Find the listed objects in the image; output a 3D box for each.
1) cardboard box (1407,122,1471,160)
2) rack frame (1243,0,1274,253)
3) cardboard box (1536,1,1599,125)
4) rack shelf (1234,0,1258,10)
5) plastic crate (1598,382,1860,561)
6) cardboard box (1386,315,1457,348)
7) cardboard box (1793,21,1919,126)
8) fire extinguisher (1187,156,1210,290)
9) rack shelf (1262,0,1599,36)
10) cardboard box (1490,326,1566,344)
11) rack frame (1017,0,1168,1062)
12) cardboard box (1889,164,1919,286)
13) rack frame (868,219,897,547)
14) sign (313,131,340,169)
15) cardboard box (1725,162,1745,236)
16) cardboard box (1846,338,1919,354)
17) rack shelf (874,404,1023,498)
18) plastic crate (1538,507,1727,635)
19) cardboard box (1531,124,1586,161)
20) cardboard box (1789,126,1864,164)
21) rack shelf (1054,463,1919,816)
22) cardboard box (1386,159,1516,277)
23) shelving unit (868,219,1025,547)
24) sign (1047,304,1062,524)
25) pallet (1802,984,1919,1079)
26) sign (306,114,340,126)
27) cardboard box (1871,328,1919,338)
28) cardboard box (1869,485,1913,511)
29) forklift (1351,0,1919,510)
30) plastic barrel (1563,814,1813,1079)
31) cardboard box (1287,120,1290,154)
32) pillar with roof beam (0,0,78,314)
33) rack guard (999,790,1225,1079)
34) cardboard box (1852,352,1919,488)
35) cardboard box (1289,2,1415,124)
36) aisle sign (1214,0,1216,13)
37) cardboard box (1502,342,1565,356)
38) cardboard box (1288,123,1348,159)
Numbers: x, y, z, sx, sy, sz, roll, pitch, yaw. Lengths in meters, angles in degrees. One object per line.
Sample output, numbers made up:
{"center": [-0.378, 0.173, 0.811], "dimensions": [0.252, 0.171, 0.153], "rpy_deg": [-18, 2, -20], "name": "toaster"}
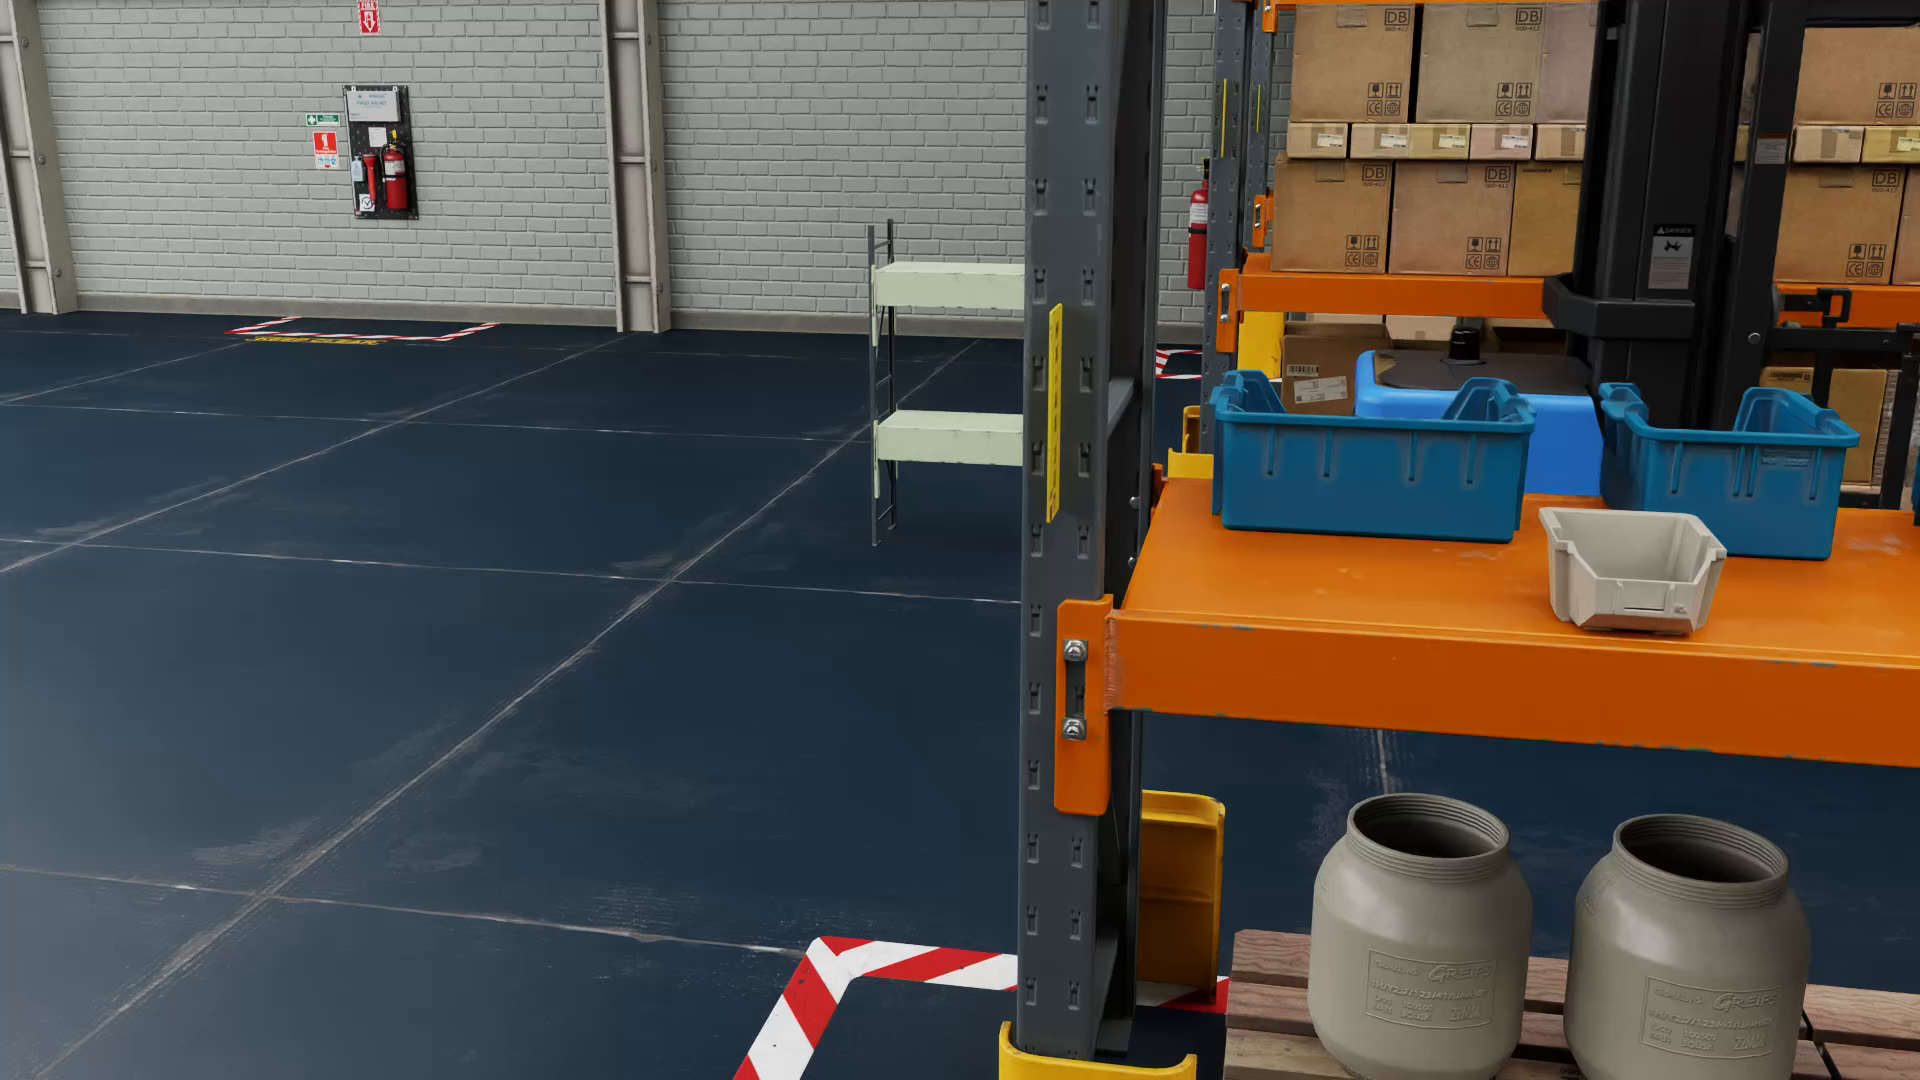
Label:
{"center": [2.095, -1.757, 7.313], "dimensions": [0.250, 0.149, 0.380], "rpy_deg": [3, 16, 11], "name": "cardboard box"}
{"center": [2.233, -2.796, 12.468], "dimensions": [0.127, 3.000, 1.000], "rpy_deg": [3, 16, 11], "name": "rack frame"}
{"center": [2.767, -2.089, 7.299], "dimensions": [0.500, 0.500, 0.700], "rpy_deg": [3, 16, 11], "name": "cardboard box"}
{"center": [3.210, -2.493, 7.100], "dimensions": [4.000, 0.370, 1.077], "rpy_deg": [3, 16, 11], "name": "rack shelf"}
{"center": [1.444, -0.149, 3.188], "dimensions": [0.408, 0.251, 0.499], "rpy_deg": [3, 16, 11], "name": "plastic crate"}
{"center": [3.452, -1.622, 12.441], "dimensions": [0.500, 0.311, 0.500], "rpy_deg": [4, 16, 16], "name": "cardboard box"}
{"center": [3.747, -2.036, 7.106], "dimensions": [0.500, 0.500, 0.700], "rpy_deg": [3, 16, 11], "name": "cardboard box"}
{"center": [1.226, -1.591, 8.261], "dimensions": [0.183, 0.674, 0.296], "rpy_deg": [3, 16, 11], "name": "fire extinguisher"}
{"center": [4.193, -3.789, 11.779], "dimensions": [4.000, 0.370, 1.077], "rpy_deg": [3, 16, 11], "name": "rack shelf"}
{"center": [2.817, -0.739, 8.000], "dimensions": [0.500, 0.500, 0.500], "rpy_deg": [3, 16, 11], "name": "cardboard box"}
{"center": [0.259, -0.205, 3.112], "dimensions": [0.127, 3.000, 1.000], "rpy_deg": [3, 16, 11], "name": "rack frame"}
{"center": [4.215, -1.384, 7.182], "dimensions": [0.500, 0.500, 0.700], "rpy_deg": [3, 16, 11], "name": "cardboard box"}
{"center": [-0.365, -0.743, 7.863], "dimensions": [0.023, 1.500, 0.400], "rpy_deg": [3, 16, 11], "name": "rack frame"}
{"center": [-5.723, -3.520, 15.012], "dimensions": [0.234, 0.329, 0.001], "rpy_deg": [3, 16, 11], "name": "sign"}
{"center": [3.222, -1.439, 7.379], "dimensions": [0.500, 0.500, 0.700], "rpy_deg": [4, 16, 13], "name": "cardboard box"}
{"center": [4.286, -0.657, 7.705], "dimensions": [0.500, 0.500, 0.500], "rpy_deg": [3, 16, 11], "name": "cardboard box"}
{"center": [-0.007, -0.409, 7.880], "dimensions": [0.720, 0.370, 0.431], "rpy_deg": [3, 16, 11], "name": "rack shelf"}
{"center": [1.072, 0.054, 2.671], "dimensions": [0.250, 0.136, 0.298], "rpy_deg": [3, 16, 11], "name": "plastic crate"}
{"center": [2.603, -1.729, 7.213], "dimensions": [0.250, 0.149, 0.380], "rpy_deg": [3, 16, 9], "name": "cardboard box"}
{"center": [3.616, -1.675, 7.016], "dimensions": [0.250, 0.149, 0.380], "rpy_deg": [4, 16, 13], "name": "cardboard box"}
{"center": [2.219, 0.248, 2.824], "dimensions": [4.000, 0.370, 1.077], "rpy_deg": [3, 16, 11], "name": "rack shelf"}
{"center": [2.220, -1.494, 7.577], "dimensions": [0.500, 0.500, 0.700], "rpy_deg": [4, 16, 13], "name": "cardboard box"}
{"center": [-0.007, -0.723, 7.793], "dimensions": [0.755, 1.500, 0.431], "rpy_deg": [3, 16, 11], "name": "shelving unit"}
{"center": [0.145, -0.194, 2.556], "dimensions": [0.005, 0.325, 0.100], "rpy_deg": [3, 16, 11], "name": "sign"}
{"center": [2.330, 1.241, 3.116], "dimensions": [1.213, 0.211, 1.003], "rpy_deg": [3, 16, 11], "name": "pallet"}
{"center": [-5.721, -3.772, 14.932], "dimensions": [0.331, 0.109, 0.001], "rpy_deg": [3, 16, 11], "name": "sign"}
{"center": [6.878, -1.556, 11.849], "dimensions": [0.500, 0.500, 0.700], "rpy_deg": [4, 16, 13], "name": "cardboard box"}
{"center": [4.184, -0.161, 7.320], "dimensions": [0.500, 0.250, 0.500], "rpy_deg": [3, 16, 11], "name": "cardboard box"}
{"center": [2.989, -0.954, 5.944], "dimensions": [3.031, 2.935, 1.130], "rpy_deg": [3, 16, 12], "name": "forklift"}
{"center": [1.410, 0.834, 3.237], "dimensions": [0.421, 0.512, 0.421], "rpy_deg": [0, 15, 0], "name": "plastic barrel"}
{"center": [1.662, -1.891, 7.795], "dimensions": [0.250, 0.149, 0.380], "rpy_deg": [3, 16, 10], "name": "cardboard box"}
{"center": [-9.526, -5.389, 10.588], "dimensions": [0.400, 9.000, 9.100], "rpy_deg": [3, 16, 11], "name": "pillar with roof beam"}
{"center": [0.343, 0.992, 3.475], "dimensions": [0.348, 0.500, 1.175], "rpy_deg": [3, 16, 11], "name": "rack guard"}
{"center": [4.184, -0.523, 7.221], "dimensions": [0.500, 0.500, 0.500], "rpy_deg": [3, 16, 11], "name": "cardboard box"}
{"center": [1.757, -2.143, 7.490], "dimensions": [0.500, 0.500, 0.700], "rpy_deg": [3, 16, 11], "name": "cardboard box"}
{"center": [1.124, -2.676, 7.165], "dimensions": [0.004, 0.787, 0.394], "rpy_deg": [3, 16, 11], "name": "aisle sign"}
{"center": [2.714, -0.603, 7.509], "dimensions": [0.500, 0.500, 0.500], "rpy_deg": [3, 16, 11], "name": "cardboard box"}
{"center": [1.591, -1.784, 7.410], "dimensions": [0.250, 0.149, 0.380], "rpy_deg": [3, 16, 11], "name": "cardboard box"}
